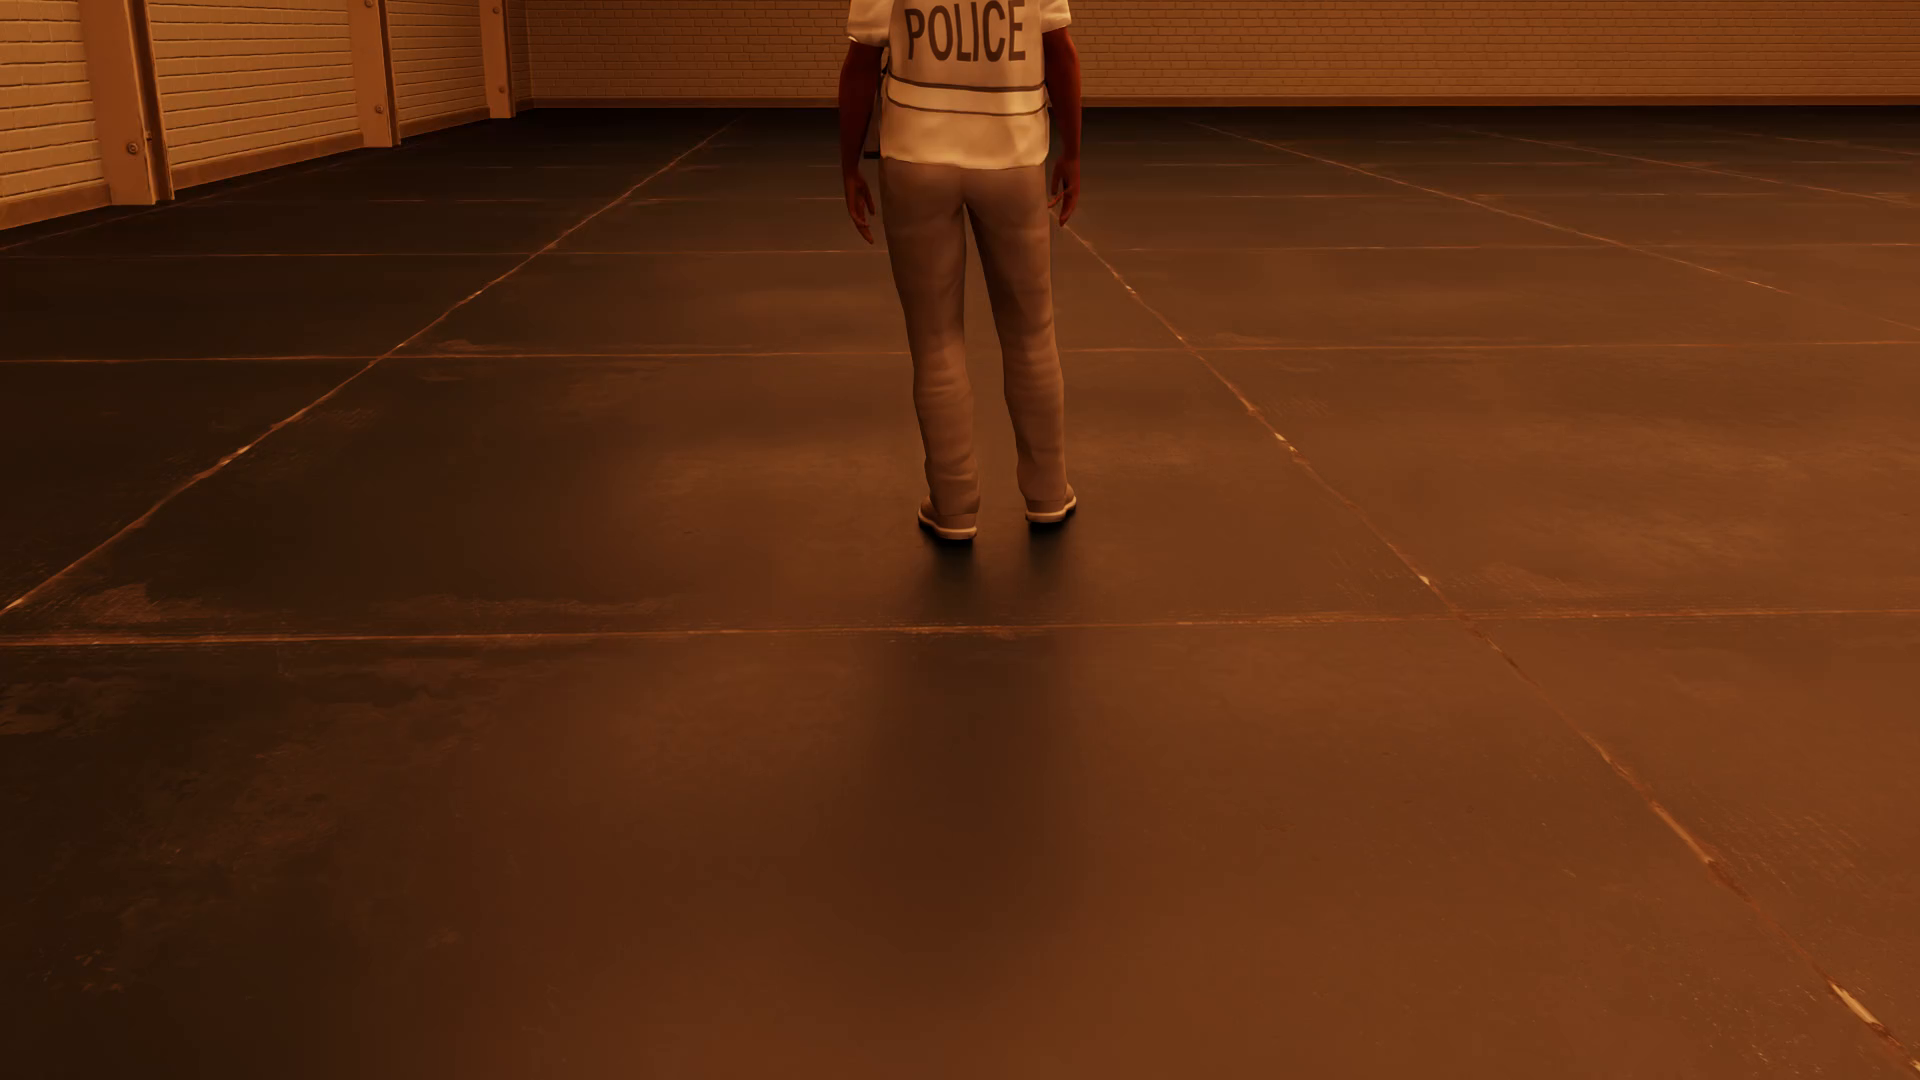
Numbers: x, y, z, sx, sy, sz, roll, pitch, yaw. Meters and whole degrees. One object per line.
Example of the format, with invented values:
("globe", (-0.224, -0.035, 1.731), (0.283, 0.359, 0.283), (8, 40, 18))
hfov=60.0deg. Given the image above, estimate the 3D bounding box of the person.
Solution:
("person", (0.016, -0.840, 3.741), (0.569, 1.695, 0.528), (-1, 17, -3))
